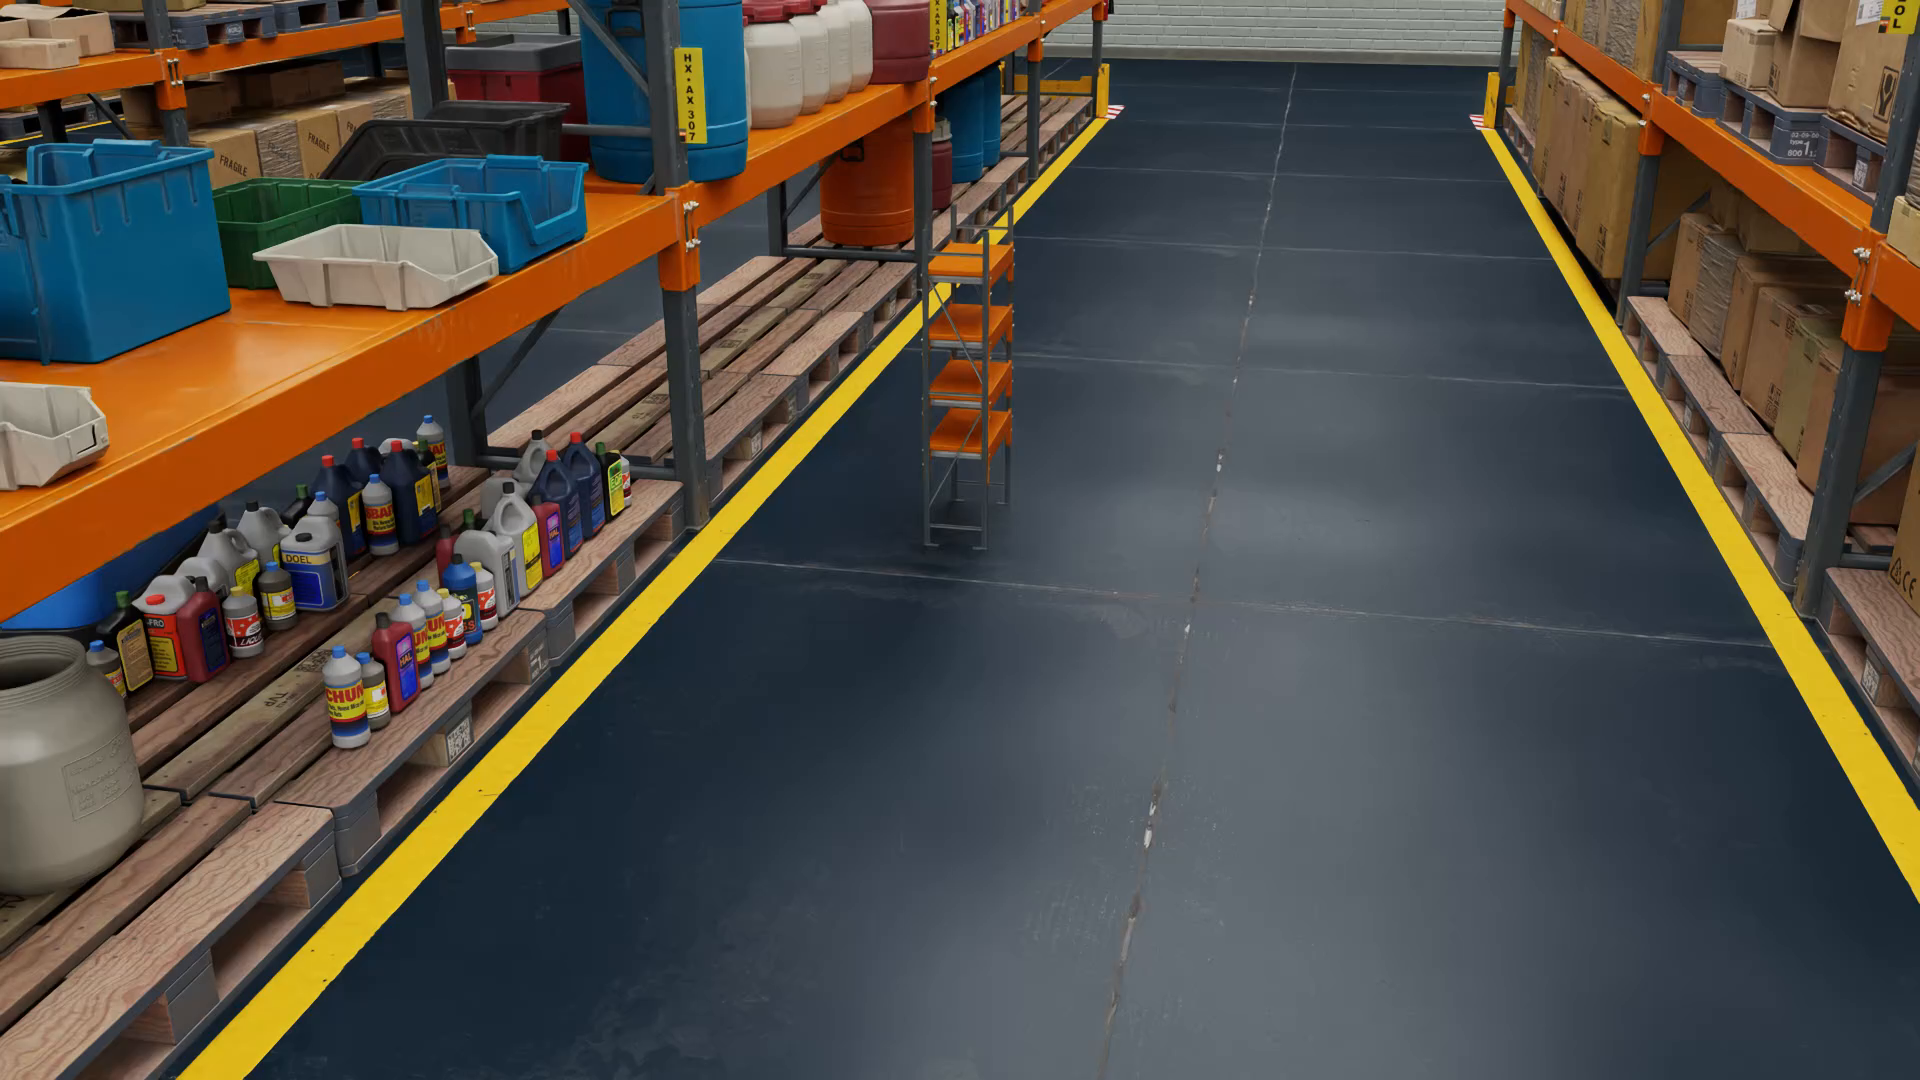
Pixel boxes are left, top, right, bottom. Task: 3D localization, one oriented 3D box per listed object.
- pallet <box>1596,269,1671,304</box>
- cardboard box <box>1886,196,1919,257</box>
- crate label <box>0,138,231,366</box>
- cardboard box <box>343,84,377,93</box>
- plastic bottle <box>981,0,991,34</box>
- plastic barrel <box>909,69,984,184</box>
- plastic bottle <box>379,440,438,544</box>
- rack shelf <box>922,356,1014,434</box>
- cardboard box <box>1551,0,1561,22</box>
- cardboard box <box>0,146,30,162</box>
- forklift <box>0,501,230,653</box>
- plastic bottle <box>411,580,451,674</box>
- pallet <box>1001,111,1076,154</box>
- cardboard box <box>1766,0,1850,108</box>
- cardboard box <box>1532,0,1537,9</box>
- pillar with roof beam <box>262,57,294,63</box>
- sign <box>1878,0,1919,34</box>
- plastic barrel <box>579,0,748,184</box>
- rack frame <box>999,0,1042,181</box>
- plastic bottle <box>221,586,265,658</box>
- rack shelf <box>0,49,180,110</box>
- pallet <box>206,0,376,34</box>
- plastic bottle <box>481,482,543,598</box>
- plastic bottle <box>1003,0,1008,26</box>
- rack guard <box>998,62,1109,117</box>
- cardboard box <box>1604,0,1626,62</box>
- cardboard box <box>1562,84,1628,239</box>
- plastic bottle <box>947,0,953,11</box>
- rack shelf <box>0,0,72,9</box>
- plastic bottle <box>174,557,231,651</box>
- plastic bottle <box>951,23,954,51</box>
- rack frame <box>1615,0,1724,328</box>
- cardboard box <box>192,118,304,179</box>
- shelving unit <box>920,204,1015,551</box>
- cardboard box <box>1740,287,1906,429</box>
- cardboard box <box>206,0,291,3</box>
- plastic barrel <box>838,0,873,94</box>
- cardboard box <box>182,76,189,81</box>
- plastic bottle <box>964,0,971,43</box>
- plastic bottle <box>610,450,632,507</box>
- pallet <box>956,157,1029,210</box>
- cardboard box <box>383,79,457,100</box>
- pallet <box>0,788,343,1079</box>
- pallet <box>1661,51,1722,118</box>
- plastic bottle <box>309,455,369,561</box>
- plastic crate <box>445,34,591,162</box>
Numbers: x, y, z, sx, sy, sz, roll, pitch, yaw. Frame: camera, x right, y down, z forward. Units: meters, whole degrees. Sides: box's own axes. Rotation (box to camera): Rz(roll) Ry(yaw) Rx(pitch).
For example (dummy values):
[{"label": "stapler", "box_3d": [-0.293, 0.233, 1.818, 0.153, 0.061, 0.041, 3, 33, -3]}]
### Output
[{"label": "pallet", "box_3d": [4.417, -1.552, 9.926, 1.003, 0.211, 1.213, 4, 22, 11]}, {"label": "cardboard box", "box_3d": [3.028, -0.928, 4.979, 0.380, 0.149, 0.250, 4, 22, 11]}, {"label": "crate label", "box_3d": [-2.188, -0.725, 4.092, 0.502, 0.435, 0.616, 4, 22, 11]}, {"label": "cardboard box", "box_3d": [-5.133, -3.473, 13.719, 0.500, 0.500, 0.500, 5, 22, 12]}, {"label": "plastic bottle", "box_3d": [0.134, -3.725, 11.754, 0.152, 0.276, 0.135, 4, 22, 11]}, {"label": "plastic barrel", "box_3d": [-0.122, -3.169, 12.453, 0.600, 0.901, 0.708, 4, 22, 11]}, {"label": "plastic bottle", "box_3d": [-1.912, -0.179, 5.739, 0.144, 0.351, 0.185, 4, 22, 11]}, {"label": "rack shelf", "box_3d": [0.034, -0.555, 6.305, 0.258, 0.148, 0.480, 4, 22, 11]}, {"label": "cardboard box", "box_3d": [4.740, -4.046, 12.721, 0.380, 0.149, 0.250, 5, 22, 11]}, {"label": "cardboard box", "box_3d": [-5.909, -2.330, 10.492, 0.500, 0.311, 0.500, 5, 23, 13]}, {"label": "forklift", "box_3d": [-4.046, -0.987, 4.882, 3.031, 2.935, 1.130, -1, 22, -1]}, {"label": "plastic bottle", "box_3d": [-1.533, 0.245, 4.793, 0.097, 0.271, 0.097, 0, 22, 0]}, {"label": "pallet", "box_3d": [0.509, -3.830, 15.580, 1.003, 0.211, 1.213, 4, 22, 11]}, {"label": "cardboard box", "box_3d": [3.630, -1.984, 6.565, 0.797, 0.503, 0.637, 7, 23, 16]}, {"label": "cardboard box", "box_3d": [5.002, -4.516, 13.888, 0.380, 0.149, 0.250, 4, 22, 10]}, {"label": "pillar with roof beam", "box_3d": [-4.814, -10.130, 19.460, 9.100, 9.000, 0.400, 4, 22, 11]}, {"label": "sign", "box_3d": [2.822, -1.678, 4.956, 0.100, 0.325, 0.005, 4, 22, 11]}, {"label": "plastic barrel", "box_3d": [-1.107, -1.829, 6.208, 0.600, 0.901, 0.708, 4, 22, 11]}, {"label": "rack frame", "box_3d": [0.150, -4.404, 13.273, 1.000, 3.000, 0.127, 4, 22, 11]}, {"label": "plastic bottle", "box_3d": [-2.120, 0.236, 4.910, 0.097, 0.201, 0.097, 0, 22, 0]}, {"label": "rack shelf", "box_3d": [-5.923, -2.255, 8.900, 1.077, 0.370, 4.000, 4, 22, 11]}, {"label": "pallet", "box_3d": [-5.122, -3.942, 12.384, 1.003, 0.211, 1.213, 4, 22, 11]}, {"label": "plastic bottle", "box_3d": [-1.437, -0.008, 5.314, 0.144, 0.351, 0.185, 4, 22, 11]}, {"label": "plastic bottle", "box_3d": [0.283, -4.020, 12.385, 0.144, 0.351, 0.185, 4, 22, 11]}, {"label": "rack guard", "box_3d": [0.959, -4.717, 17.396, 1.175, 0.500, 0.348, 4, 22, 11]}, {"label": "cardboard box", "box_3d": [4.251, -3.181, 10.103, 0.500, 0.500, 0.500, 4, 22, 9]}, {"label": "cardboard box", "box_3d": [4.533, -2.349, 10.452, 1.225, 0.875, 0.875, 5, 22, 11]}, {"label": "plastic bottle", "box_3d": [-0.118, -3.579, 11.292, 0.144, 0.351, 0.185, 4, 22, 11]}, {"label": "rack shelf", "box_3d": [-9.140, -5.557, 17.099, 1.077, 0.370, 4.000, 4, 22, 11]}, {"label": "plastic bottle", "box_3d": [-2.246, 0.198, 4.903, 0.152, 0.276, 0.135, 4, 22, 9]}, {"label": "plastic bottle", "box_3d": [-0.089, -3.241, 10.651, 0.097, 0.201, 0.097, 0, 22, 0]}, {"label": "rack frame", "box_3d": [4.183, -2.563, 8.703, 1.000, 3.000, 0.127, 4, 22, 11]}, {"label": "cardboard box", "box_3d": [-5.040, -2.701, 11.802, 0.500, 0.500, 0.500, 4, 22, 9]}, {"label": "shelving unit", "box_3d": [0.034, -0.617, 6.280, 0.258, 1.200, 0.503, 4, 22, 11]}, {"label": "cardboard box", "box_3d": [3.742, -0.746, 6.947, 0.700, 0.500, 0.500, 3, 22, 6]}, {"label": "cardboard box", "box_3d": [-5.123, -4.120, 11.872, 0.700, 0.500, 0.500, 9, 24, 21]}, {"label": "plastic barrel", "box_3d": [-0.667, -2.600, 8.645, 0.421, 0.512, 0.421, 0, 22, 0]}, {"label": "cardboard box", "box_3d": [-8.879, -5.211, 18.060, 0.700, 0.500, 0.500, 4, 22, 11]}, {"label": "plastic bottle", "box_3d": [0.025, -3.477, 11.145, 0.097, 0.271, 0.097, 0, 22, 0]}, {"label": "plastic bottle", "box_3d": [-1.251, -0.228, 6.060, 0.097, 0.201, 0.097, 0, 22, 0]}, {"label": "pallet", "box_3d": [-0.048, -2.831, 13.101, 1.003, 0.211, 1.213, 4, 22, 11]}, {"label": "cardboard box", "box_3d": [-4.518, -3.625, 14.096, 0.500, 0.500, 0.500, 4, 22, 11]}, {"label": "pallet", "box_3d": [-2.158, 0.950, 3.711, 1.003, 0.211, 1.213, 4, 22, 11]}, {"label": "pallet", "box_3d": [4.142, -2.206, 8.072, 1.213, 0.211, 1.003, 4, 22, 11]}, {"label": "plastic bottle", "box_3d": [-2.092, -0.121, 5.595, 0.144, 0.351, 0.185, 4, 22, 9]}, {"label": "plastic crate", "box_3d": [-1.683, -1.708, 6.494, 0.402, 0.464, 0.583, 4, 22, 11]}]
